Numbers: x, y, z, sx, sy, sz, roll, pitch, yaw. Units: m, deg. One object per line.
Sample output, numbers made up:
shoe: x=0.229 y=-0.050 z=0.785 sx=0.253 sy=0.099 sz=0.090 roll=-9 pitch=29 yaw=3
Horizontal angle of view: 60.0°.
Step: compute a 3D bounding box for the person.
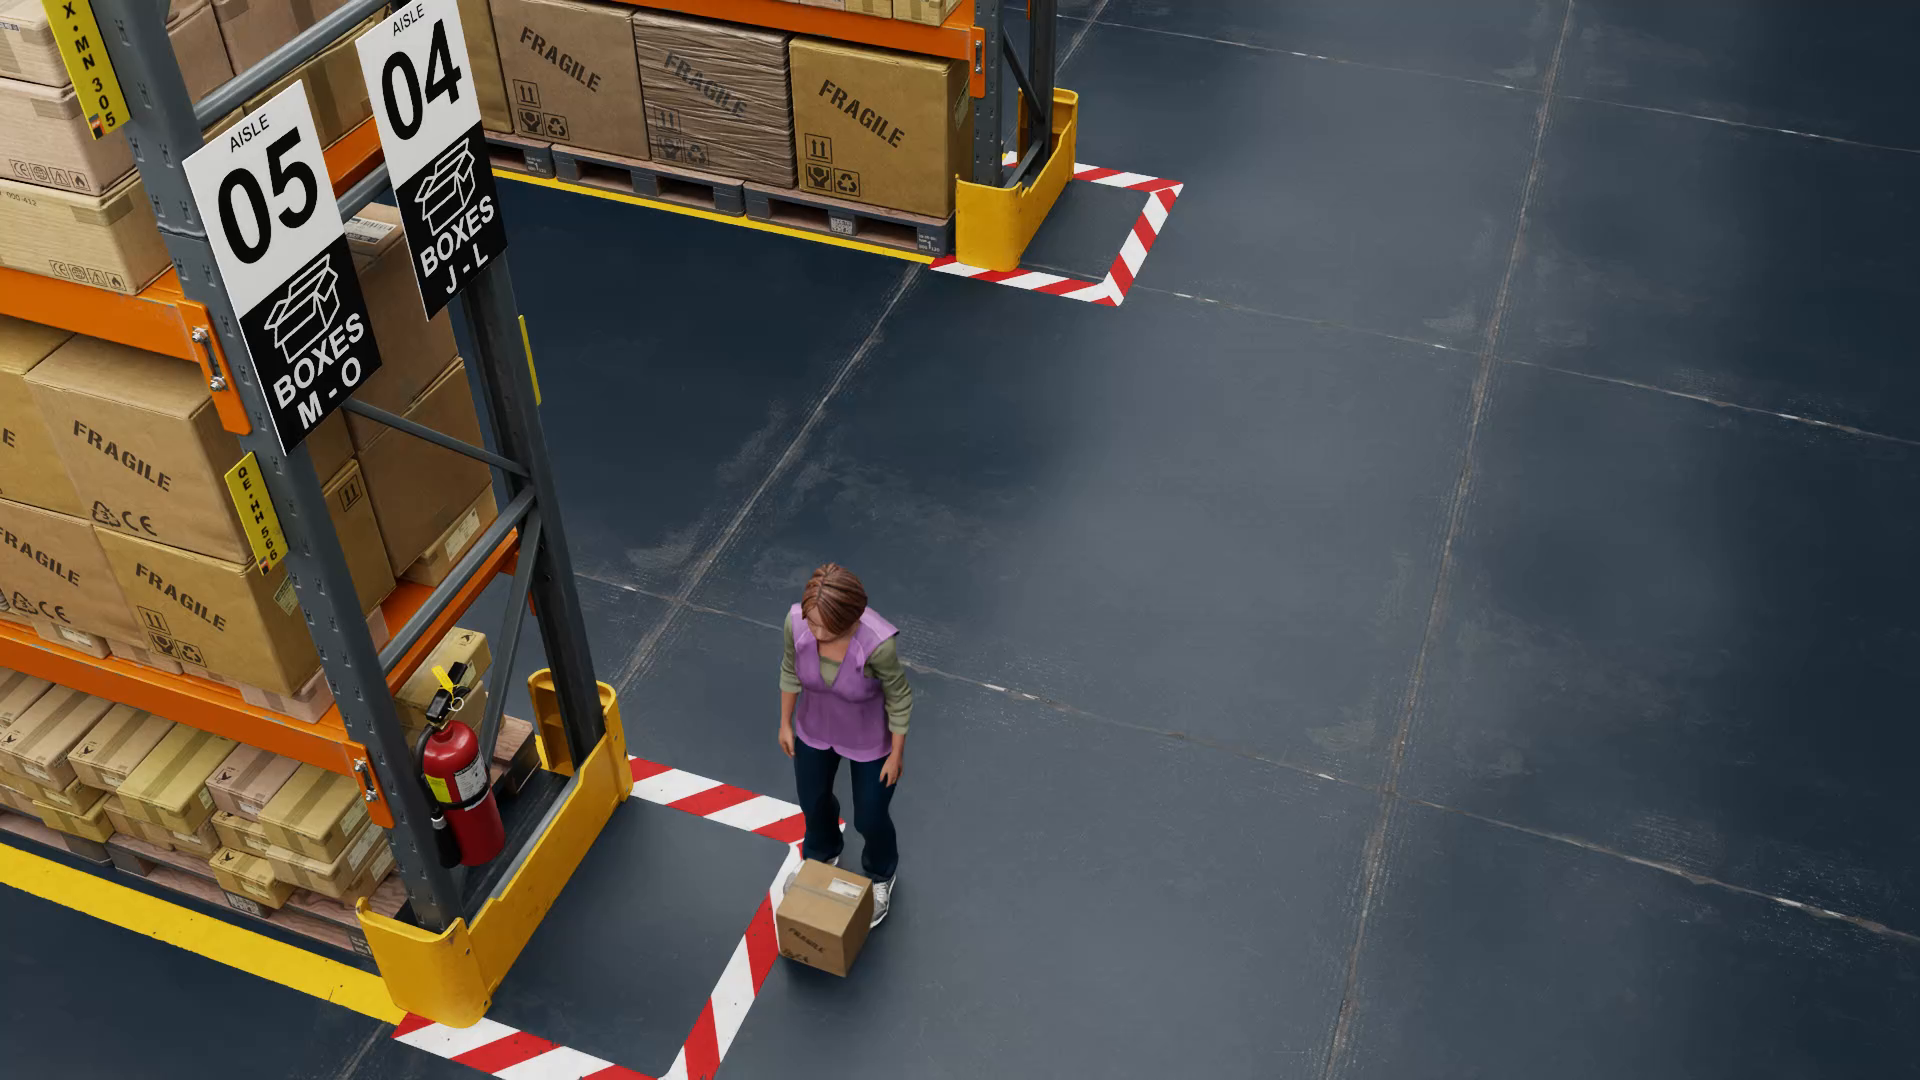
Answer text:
person: x=-0.375 y=0.649 z=5.449 sx=0.462 sy=1.593 sz=0.339 roll=15 pitch=44 yaw=16
